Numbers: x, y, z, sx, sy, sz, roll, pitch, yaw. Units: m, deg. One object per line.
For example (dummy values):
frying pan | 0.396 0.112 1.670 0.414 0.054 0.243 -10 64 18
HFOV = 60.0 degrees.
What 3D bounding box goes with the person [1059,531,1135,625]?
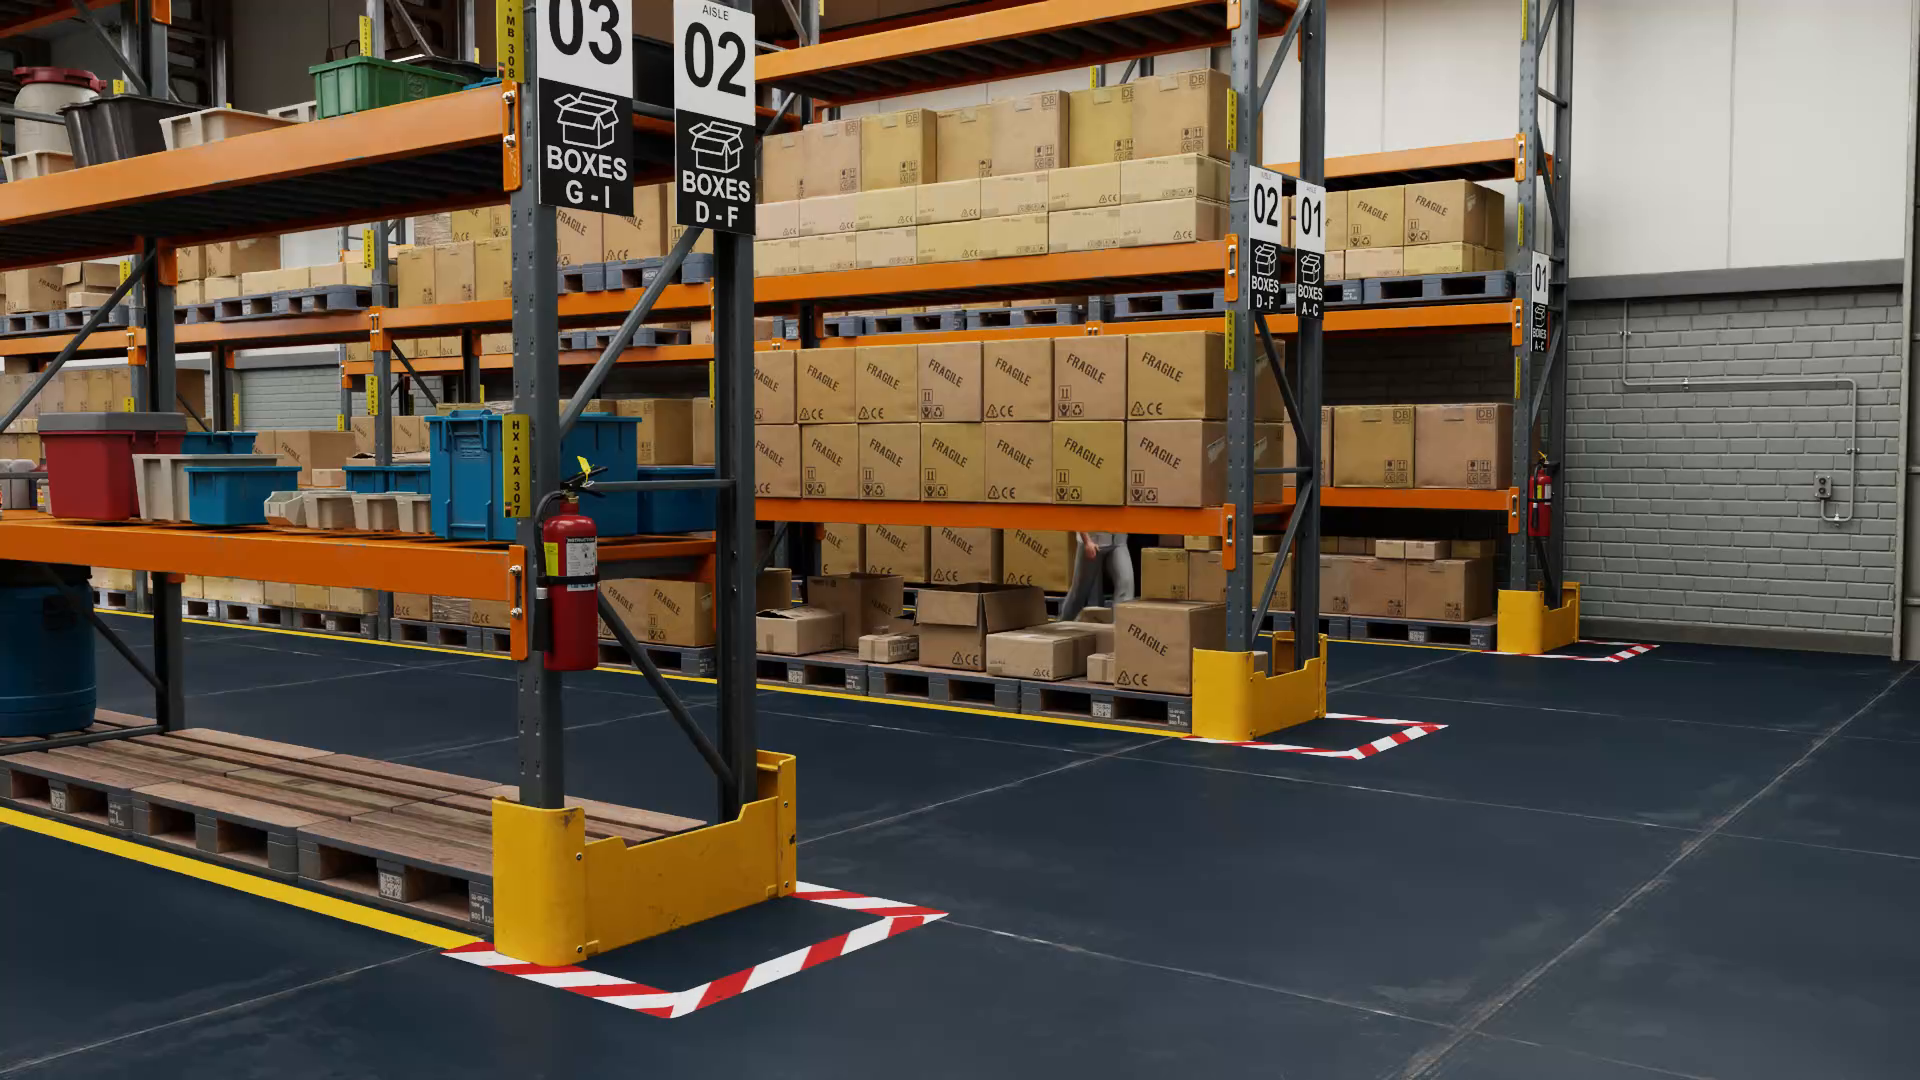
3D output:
person | 1.173 0.009 13.755 0.546 1.708 1.092 -1 3 -24
